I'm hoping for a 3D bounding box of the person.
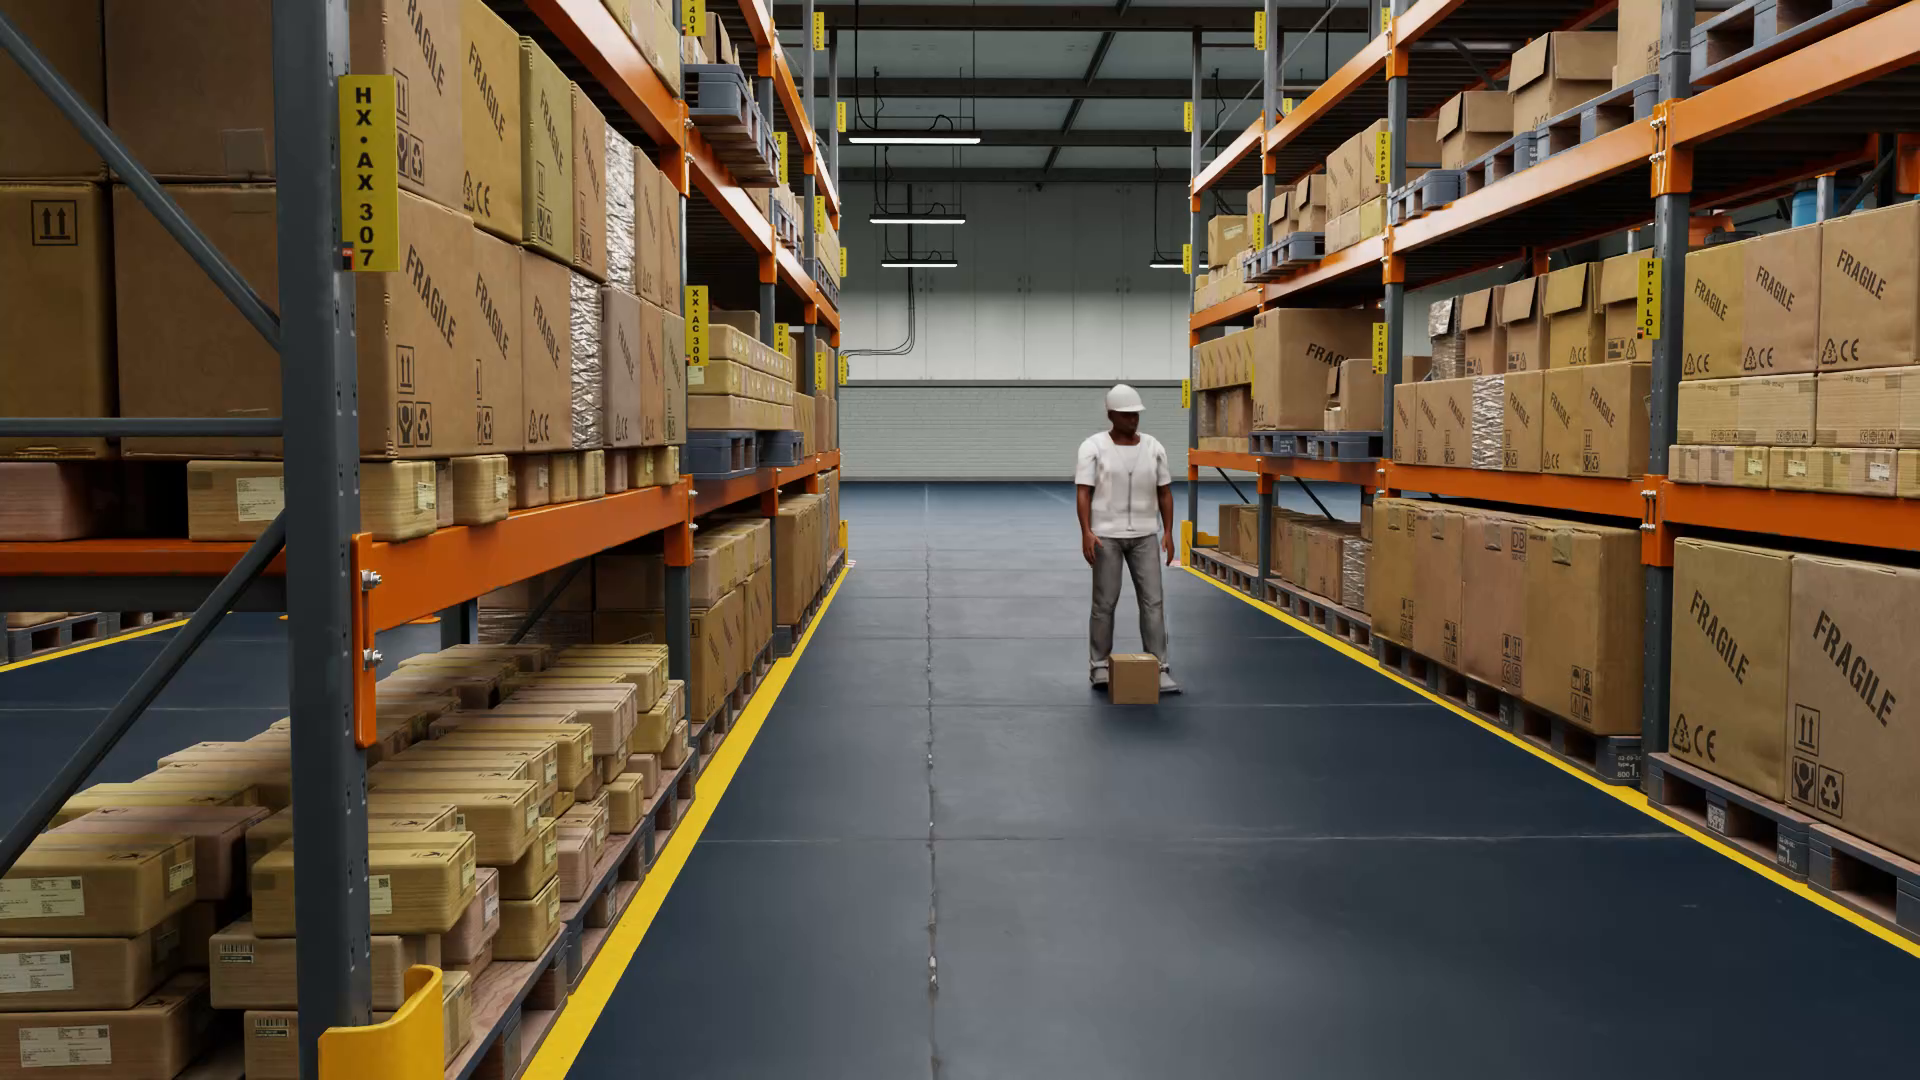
[{"bbox_3d":[0.975,-0.014,9.698,0.590,1.781,0.509,-1,4,-9],"label":"person"}]
